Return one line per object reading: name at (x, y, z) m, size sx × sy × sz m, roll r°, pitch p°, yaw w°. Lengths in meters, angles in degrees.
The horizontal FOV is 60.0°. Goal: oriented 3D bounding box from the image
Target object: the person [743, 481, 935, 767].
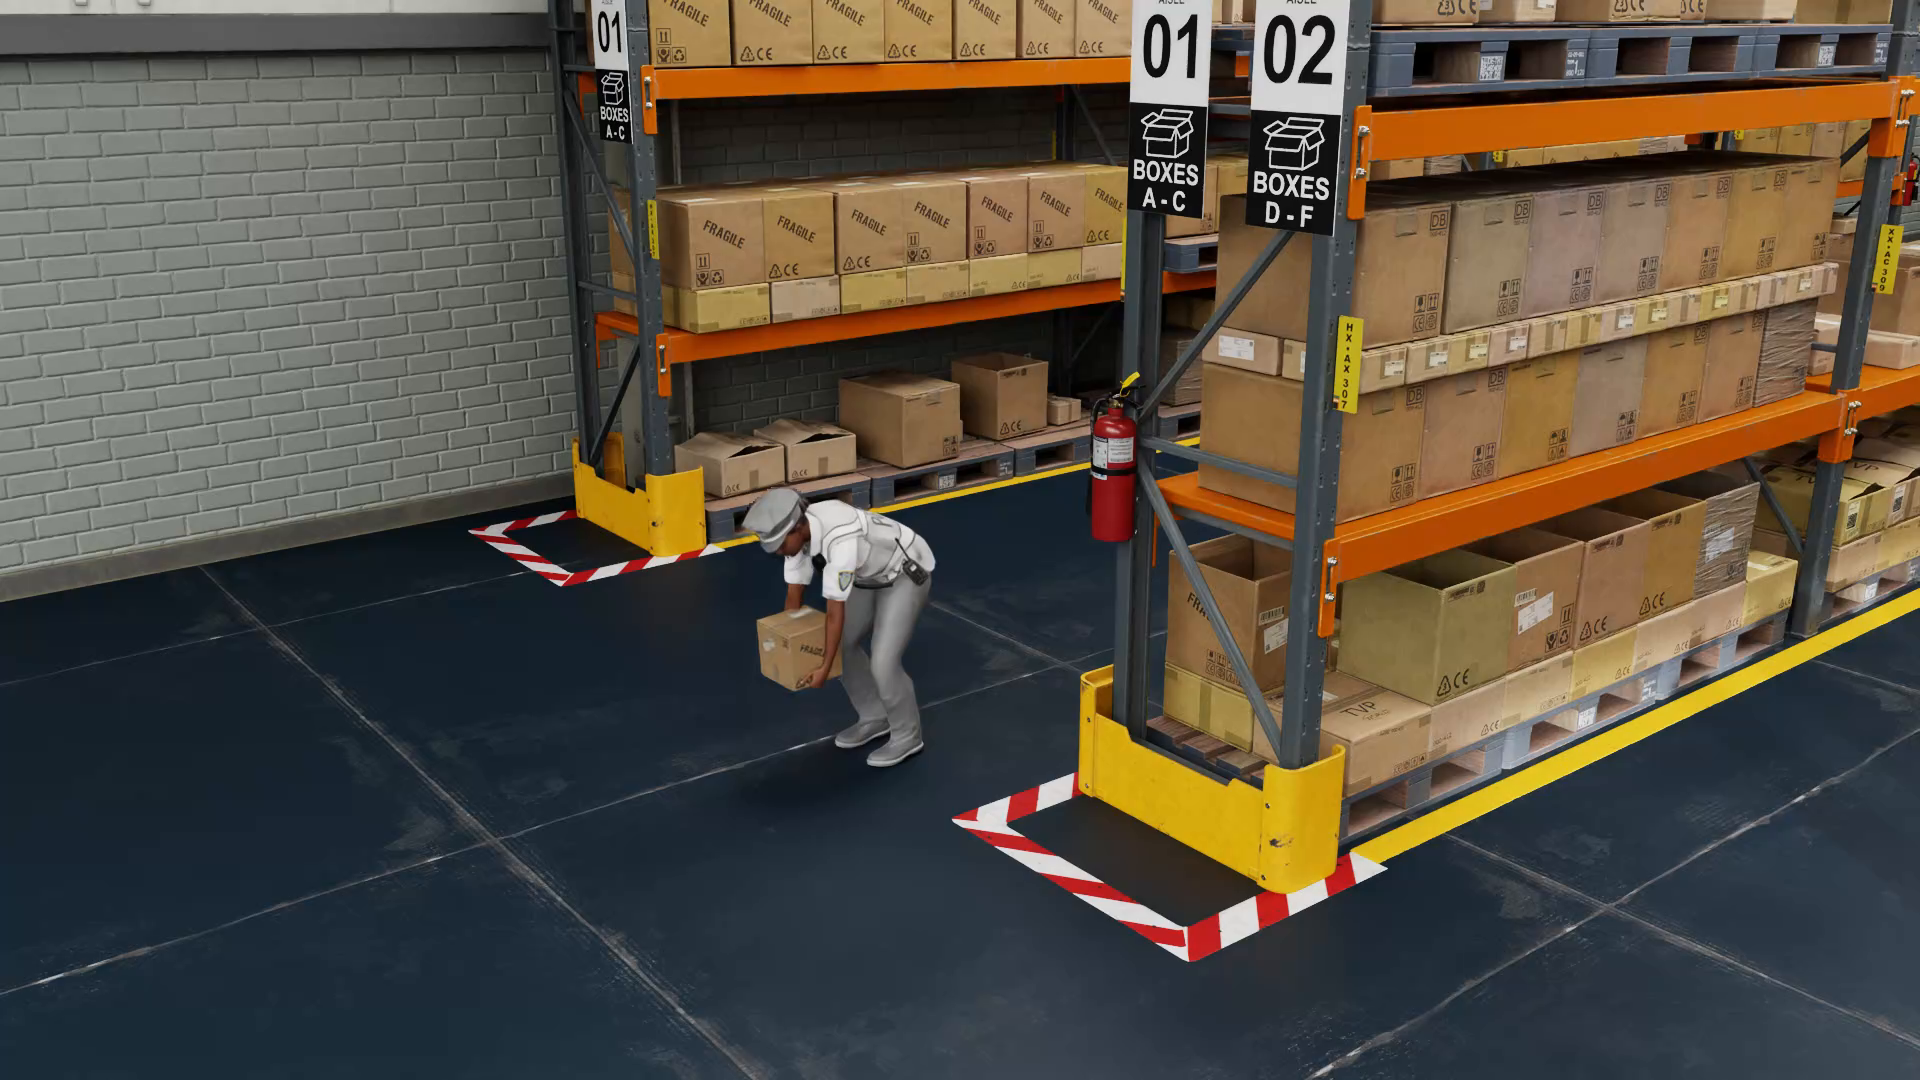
person at (-0.508, 0.342, 7.070) m, size 0.878 × 1.315 × 0.421 m, roll -14°, pitch 23°, yaw -38°
